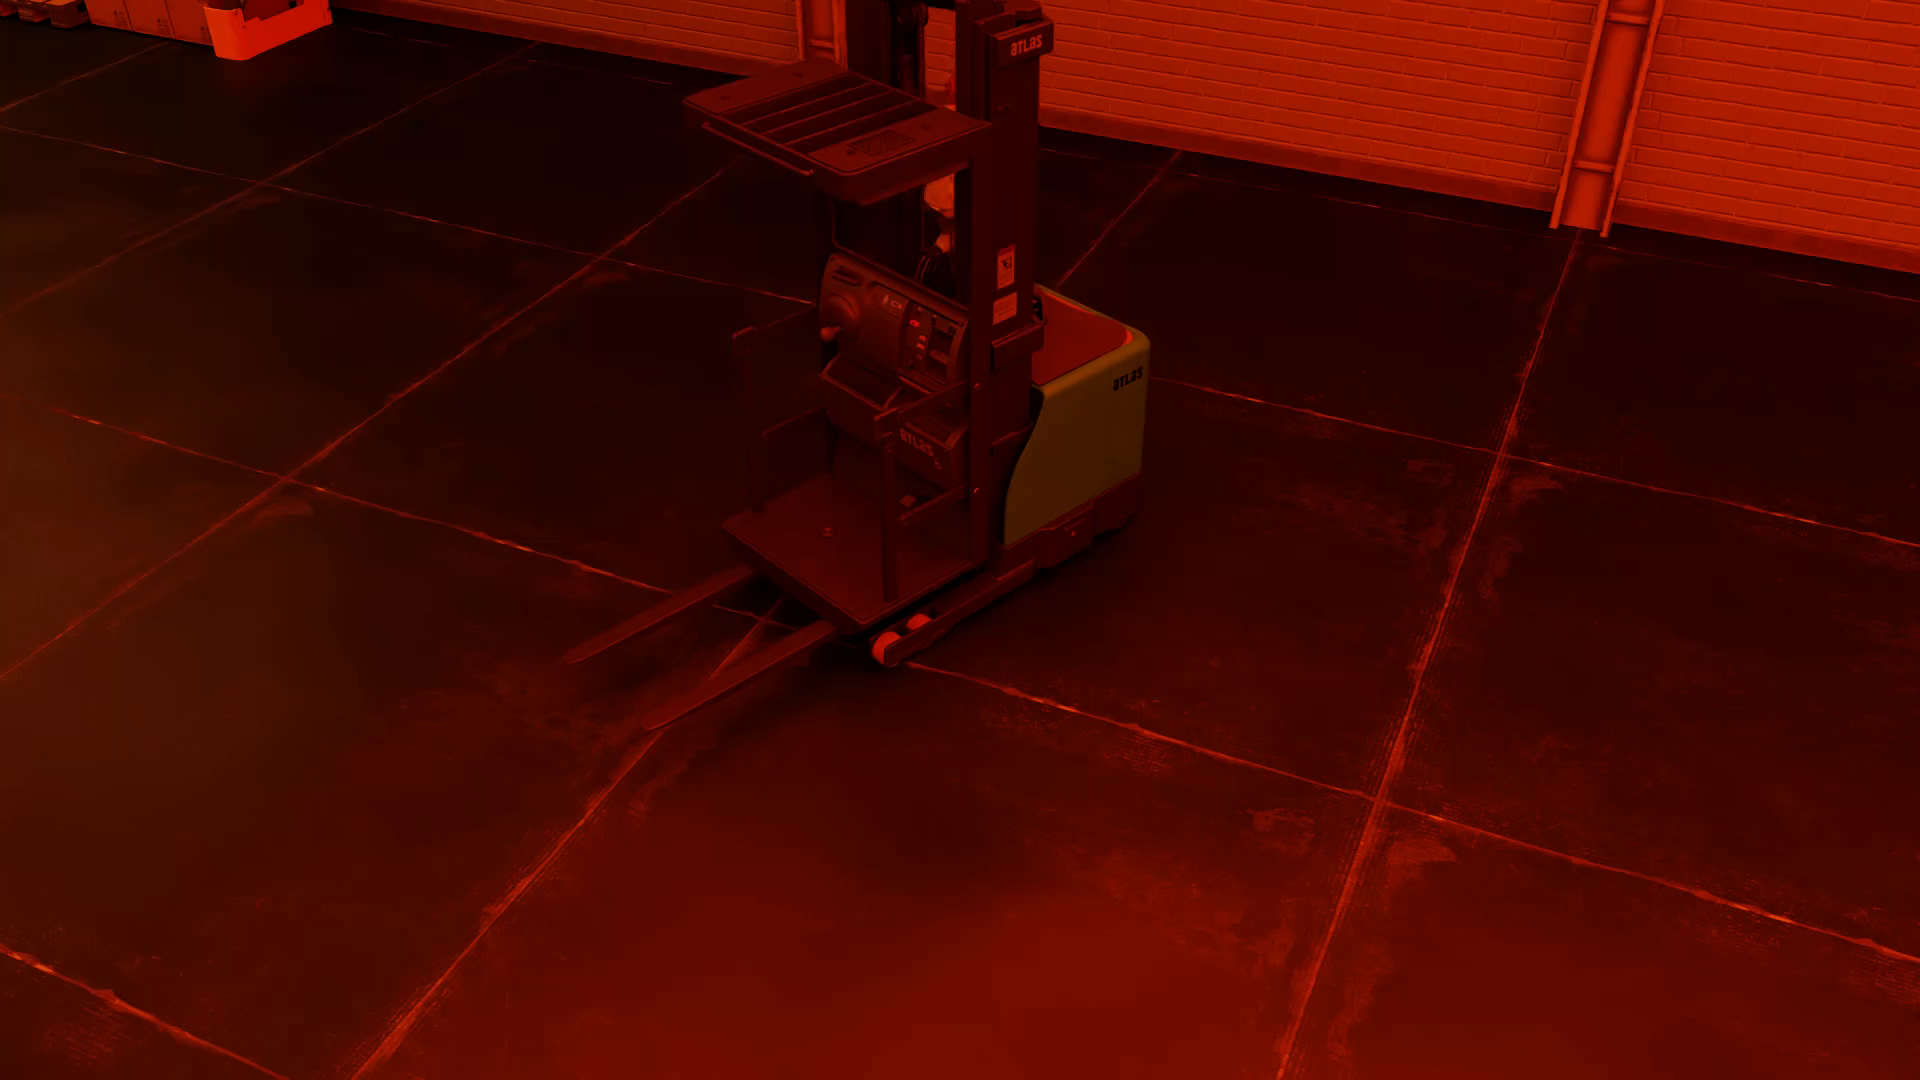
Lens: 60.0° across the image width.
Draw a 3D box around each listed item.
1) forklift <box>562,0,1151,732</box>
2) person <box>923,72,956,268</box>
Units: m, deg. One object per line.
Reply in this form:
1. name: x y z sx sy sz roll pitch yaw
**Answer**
1. forklift: -0.463 -0.941 7.405 3.031 2.935 1.130 -29 44 -34
2. person: 0.080 -2.180 10.422 0.773 1.476 0.731 -22 41 -28
